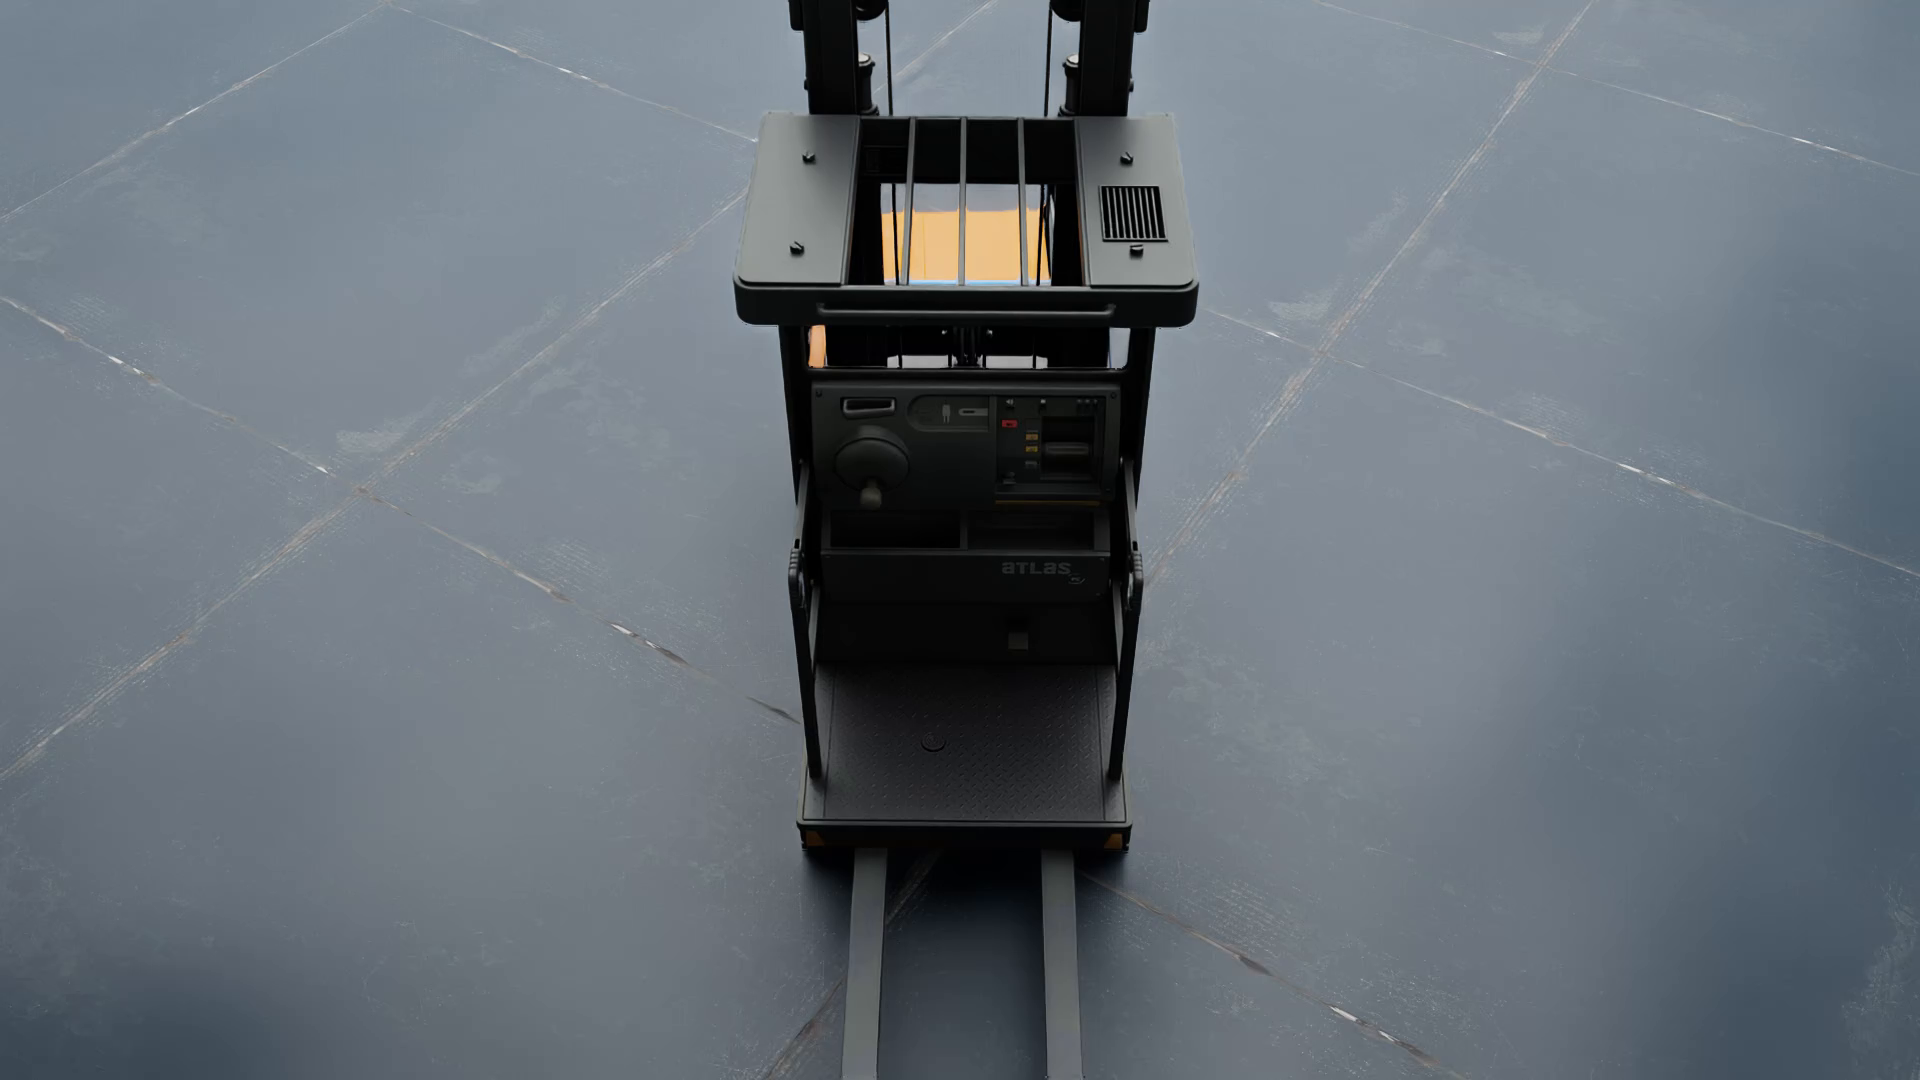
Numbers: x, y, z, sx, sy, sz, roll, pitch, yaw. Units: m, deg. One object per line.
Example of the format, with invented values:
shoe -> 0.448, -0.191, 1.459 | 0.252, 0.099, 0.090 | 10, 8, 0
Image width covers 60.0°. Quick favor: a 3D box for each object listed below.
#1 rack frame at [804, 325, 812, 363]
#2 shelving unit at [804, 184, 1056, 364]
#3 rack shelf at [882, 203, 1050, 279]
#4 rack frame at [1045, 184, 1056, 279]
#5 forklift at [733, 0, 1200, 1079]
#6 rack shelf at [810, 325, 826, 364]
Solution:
rack frame -> -0.648, -0.846, 6.788 | 0.032, 1.125, 0.500 | -1, 46, -1
shelving unit -> -0.140, -0.858, 6.799 | 1.048, 1.125, 0.538 | -1, 46, -1
rack shelf -> -0.140, -1.062, 6.589 | 1.000, 0.278, 0.538 | -1, 46, -1
rack frame -> 0.369, -0.869, 6.810 | 0.032, 1.125, 0.500 | -1, 46, -1
forklift -> 0.018, -0.193, 4.894 | 1.130, 2.935, 3.031 | 0, 46, 0
rack shelf -> -0.140, -0.687, 6.974 | 1.000, 0.278, 0.538 | -1, 46, -1
